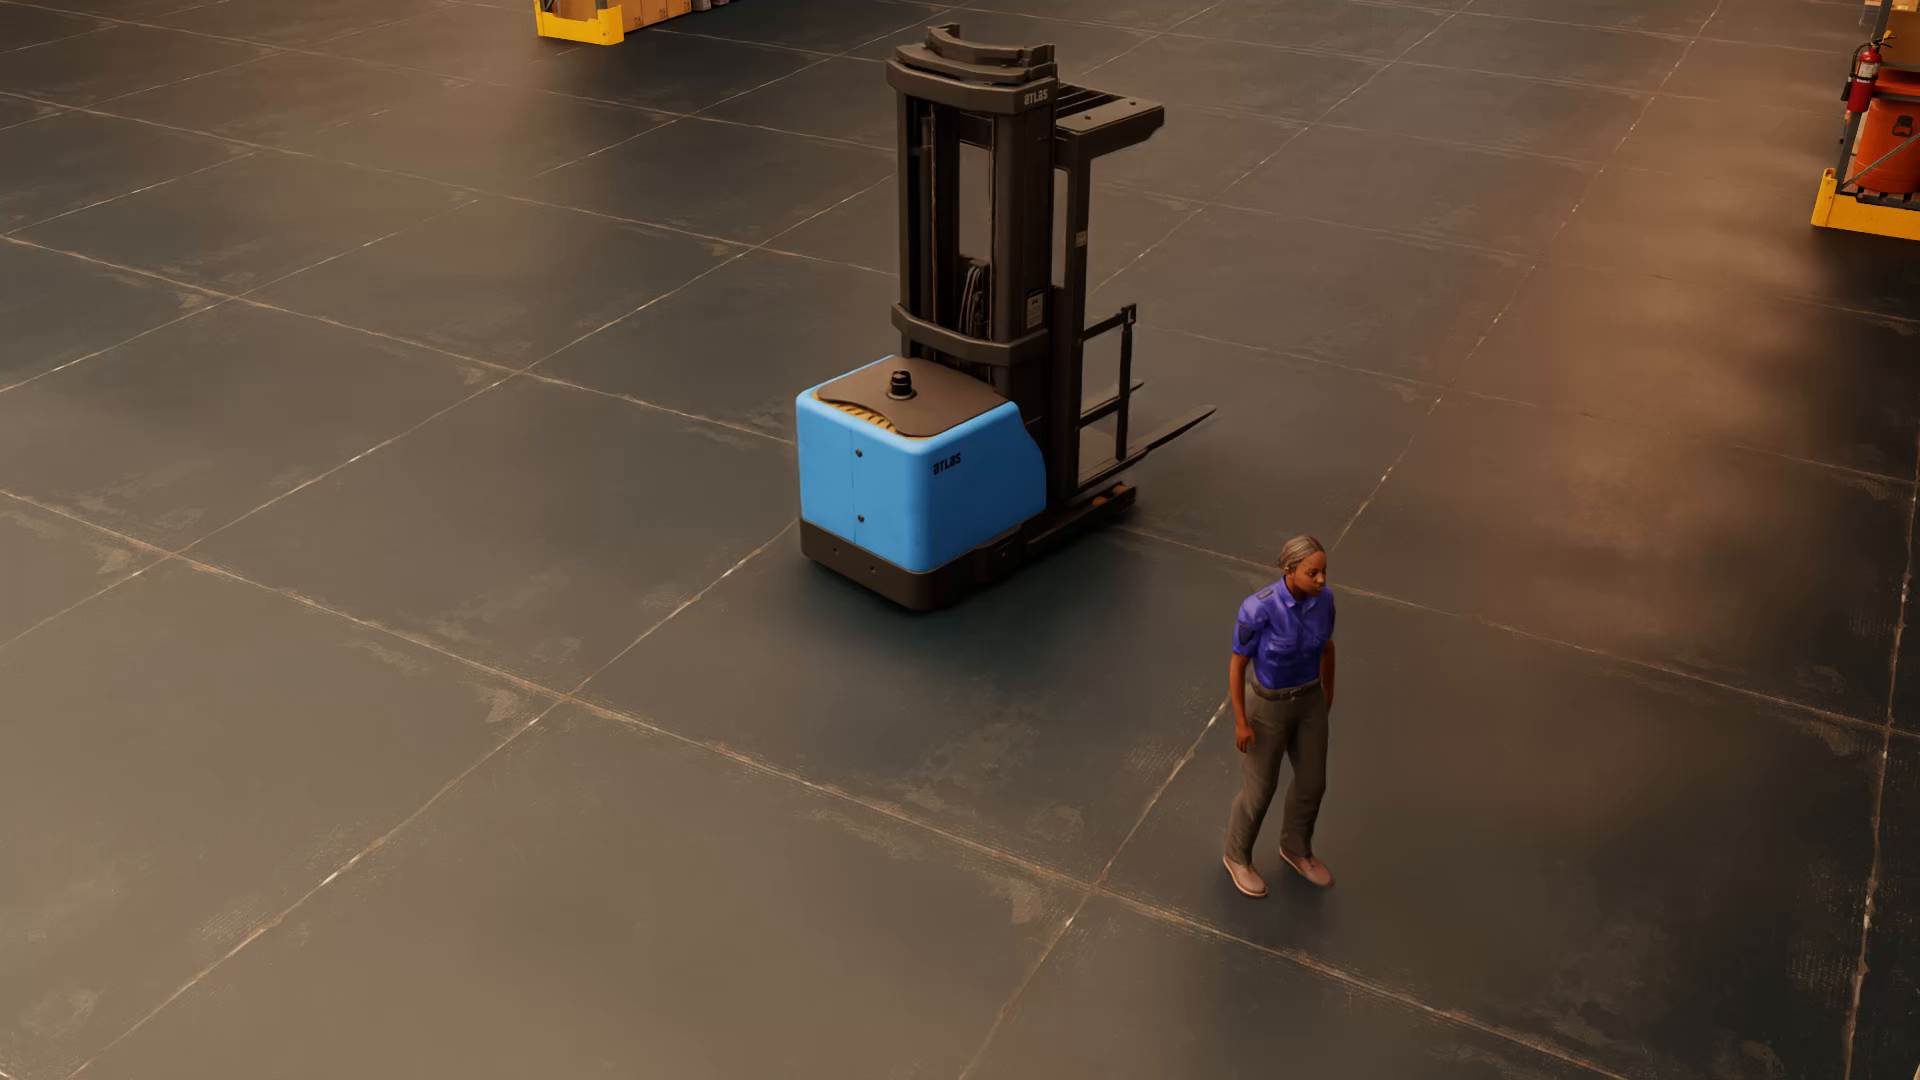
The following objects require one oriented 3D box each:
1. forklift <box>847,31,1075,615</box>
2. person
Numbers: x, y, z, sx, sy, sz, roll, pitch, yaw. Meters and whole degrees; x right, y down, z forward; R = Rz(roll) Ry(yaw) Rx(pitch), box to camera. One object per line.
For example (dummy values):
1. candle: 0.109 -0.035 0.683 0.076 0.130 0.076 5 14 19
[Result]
1. forklift: 0.072 -1.572 9.794 1.130 2.935 3.031 3 30 6
2. person: 1.396 0.754 7.028 0.569 1.654 0.504 -12 32 -21
